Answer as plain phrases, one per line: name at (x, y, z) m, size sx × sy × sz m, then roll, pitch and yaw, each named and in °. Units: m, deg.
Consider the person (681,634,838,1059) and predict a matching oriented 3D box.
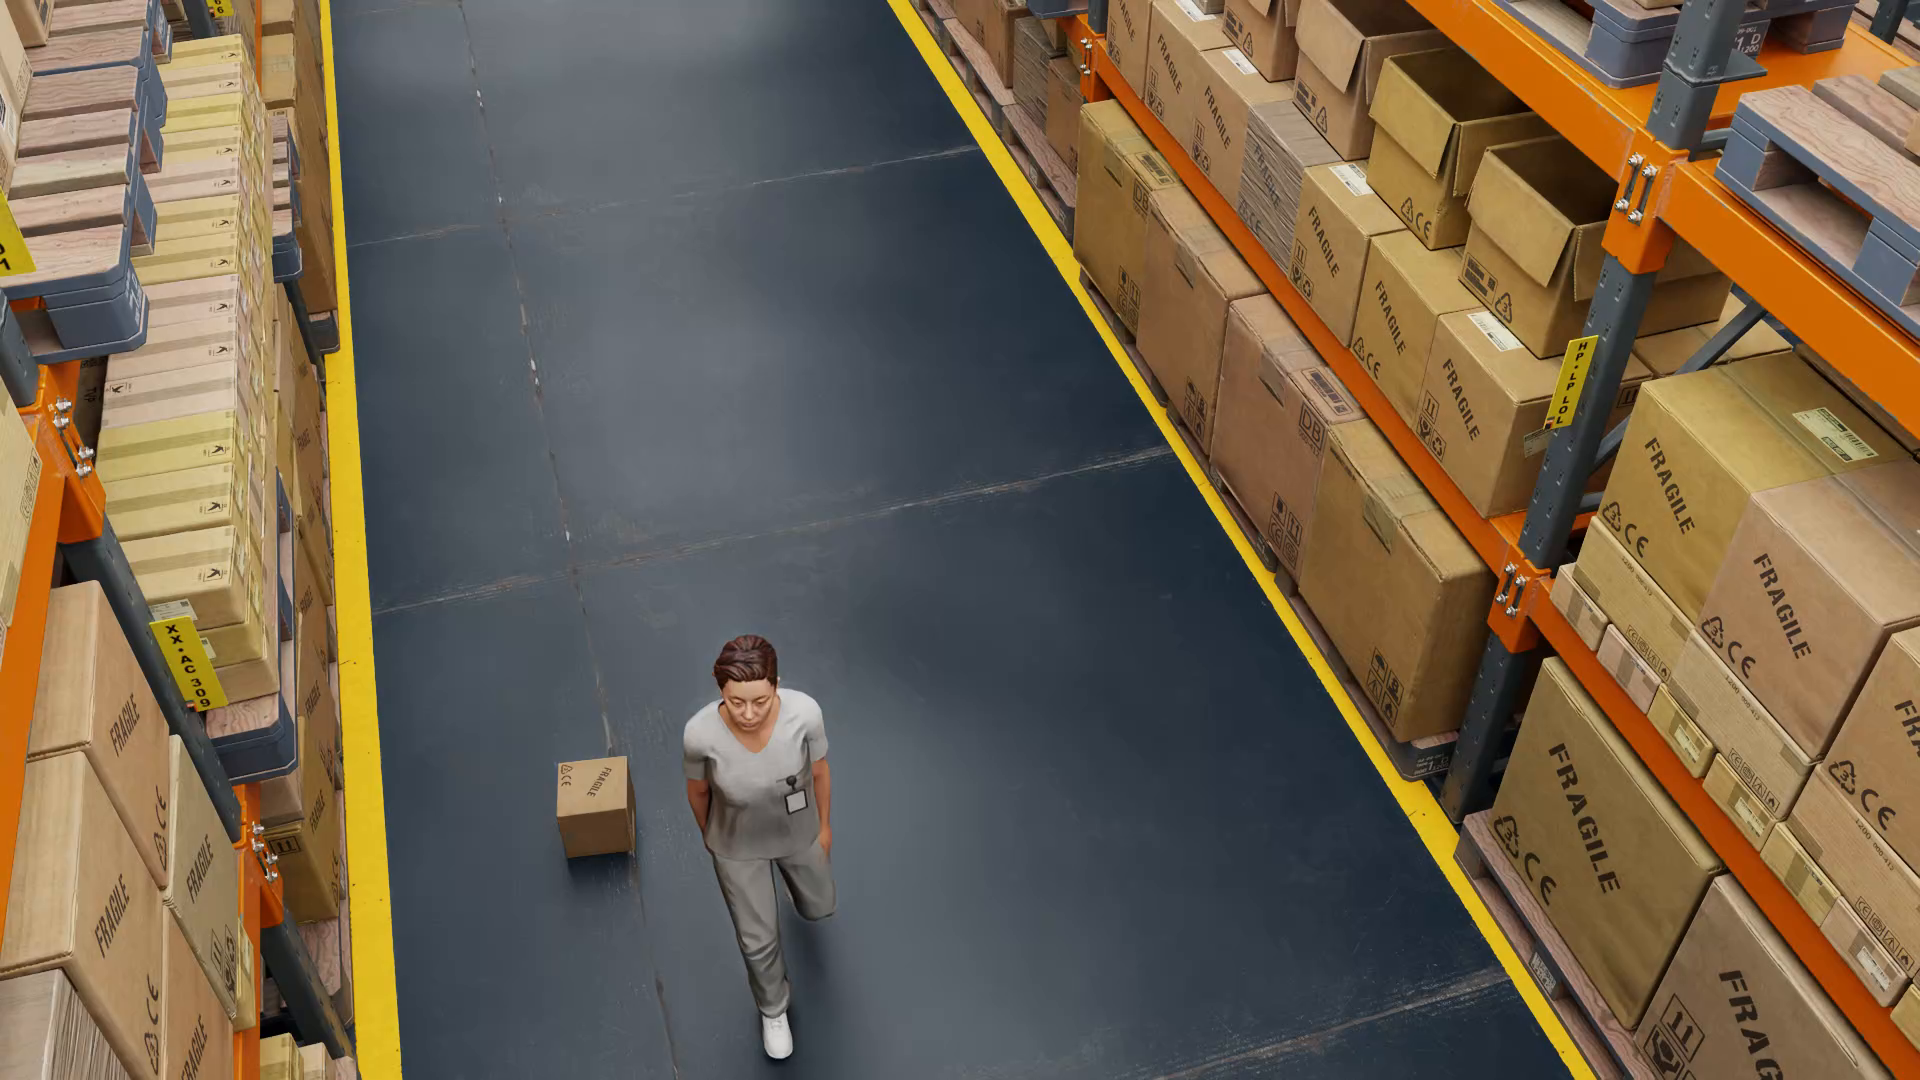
person at (-0.619, 0.869, 5.207) m, size 0.438 × 1.633 × 0.752 m, roll -11°, pitch 44°, yaw -12°
